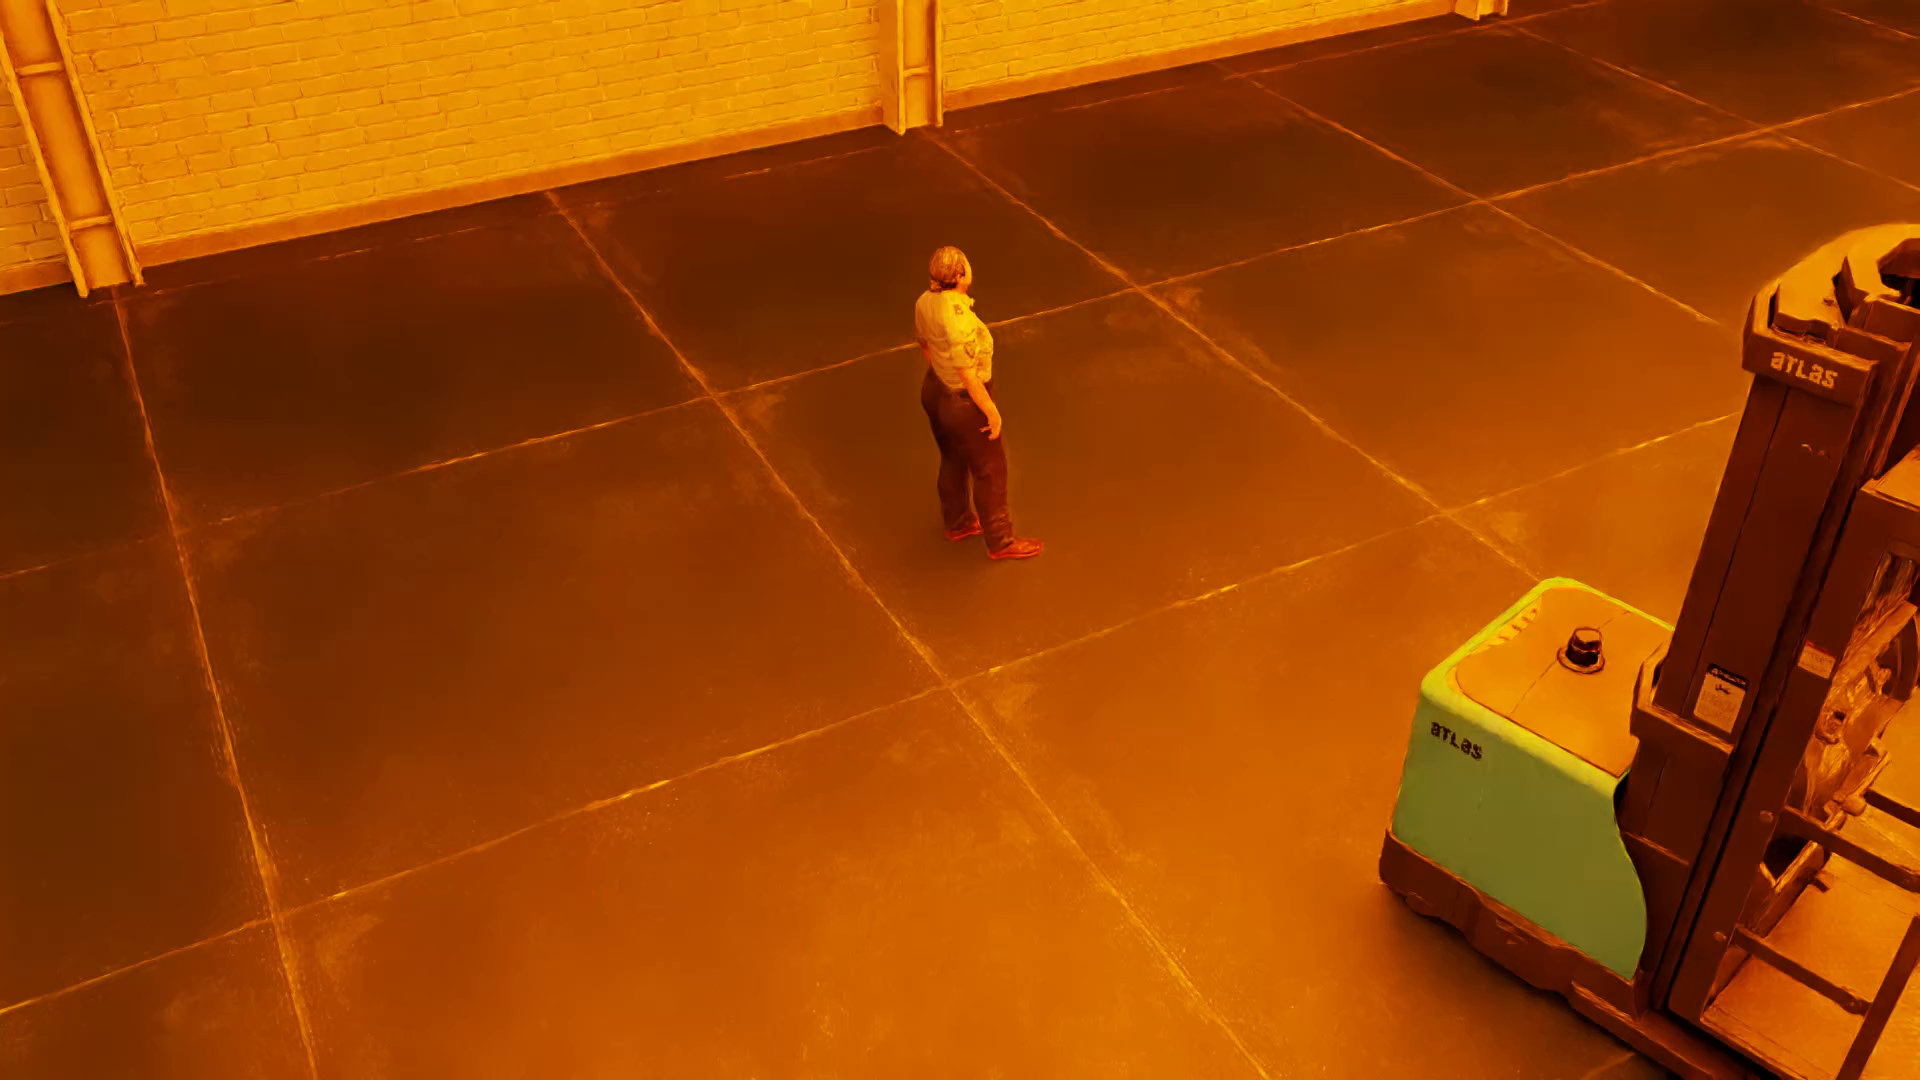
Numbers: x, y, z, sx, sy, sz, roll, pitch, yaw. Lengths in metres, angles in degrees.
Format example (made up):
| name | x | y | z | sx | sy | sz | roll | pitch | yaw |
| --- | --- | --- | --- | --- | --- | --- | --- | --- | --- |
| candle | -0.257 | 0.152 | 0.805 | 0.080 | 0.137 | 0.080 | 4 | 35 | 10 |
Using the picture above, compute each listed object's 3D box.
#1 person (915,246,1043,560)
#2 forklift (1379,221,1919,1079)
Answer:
| name | x | y | z | sx | sy | sz | roll | pitch | yaw |
| --- | --- | --- | --- | --- | --- | --- | --- | --- | --- |
| person | 0.090 | -0.687 | 8.204 | 0.502 | 1.640 | 0.599 | -17 | 39 | -23 |
| forklift | 3.065 | 0.606 | 5.265 | 1.130 | 2.935 | 3.031 | -29 | 45 | -35 |
